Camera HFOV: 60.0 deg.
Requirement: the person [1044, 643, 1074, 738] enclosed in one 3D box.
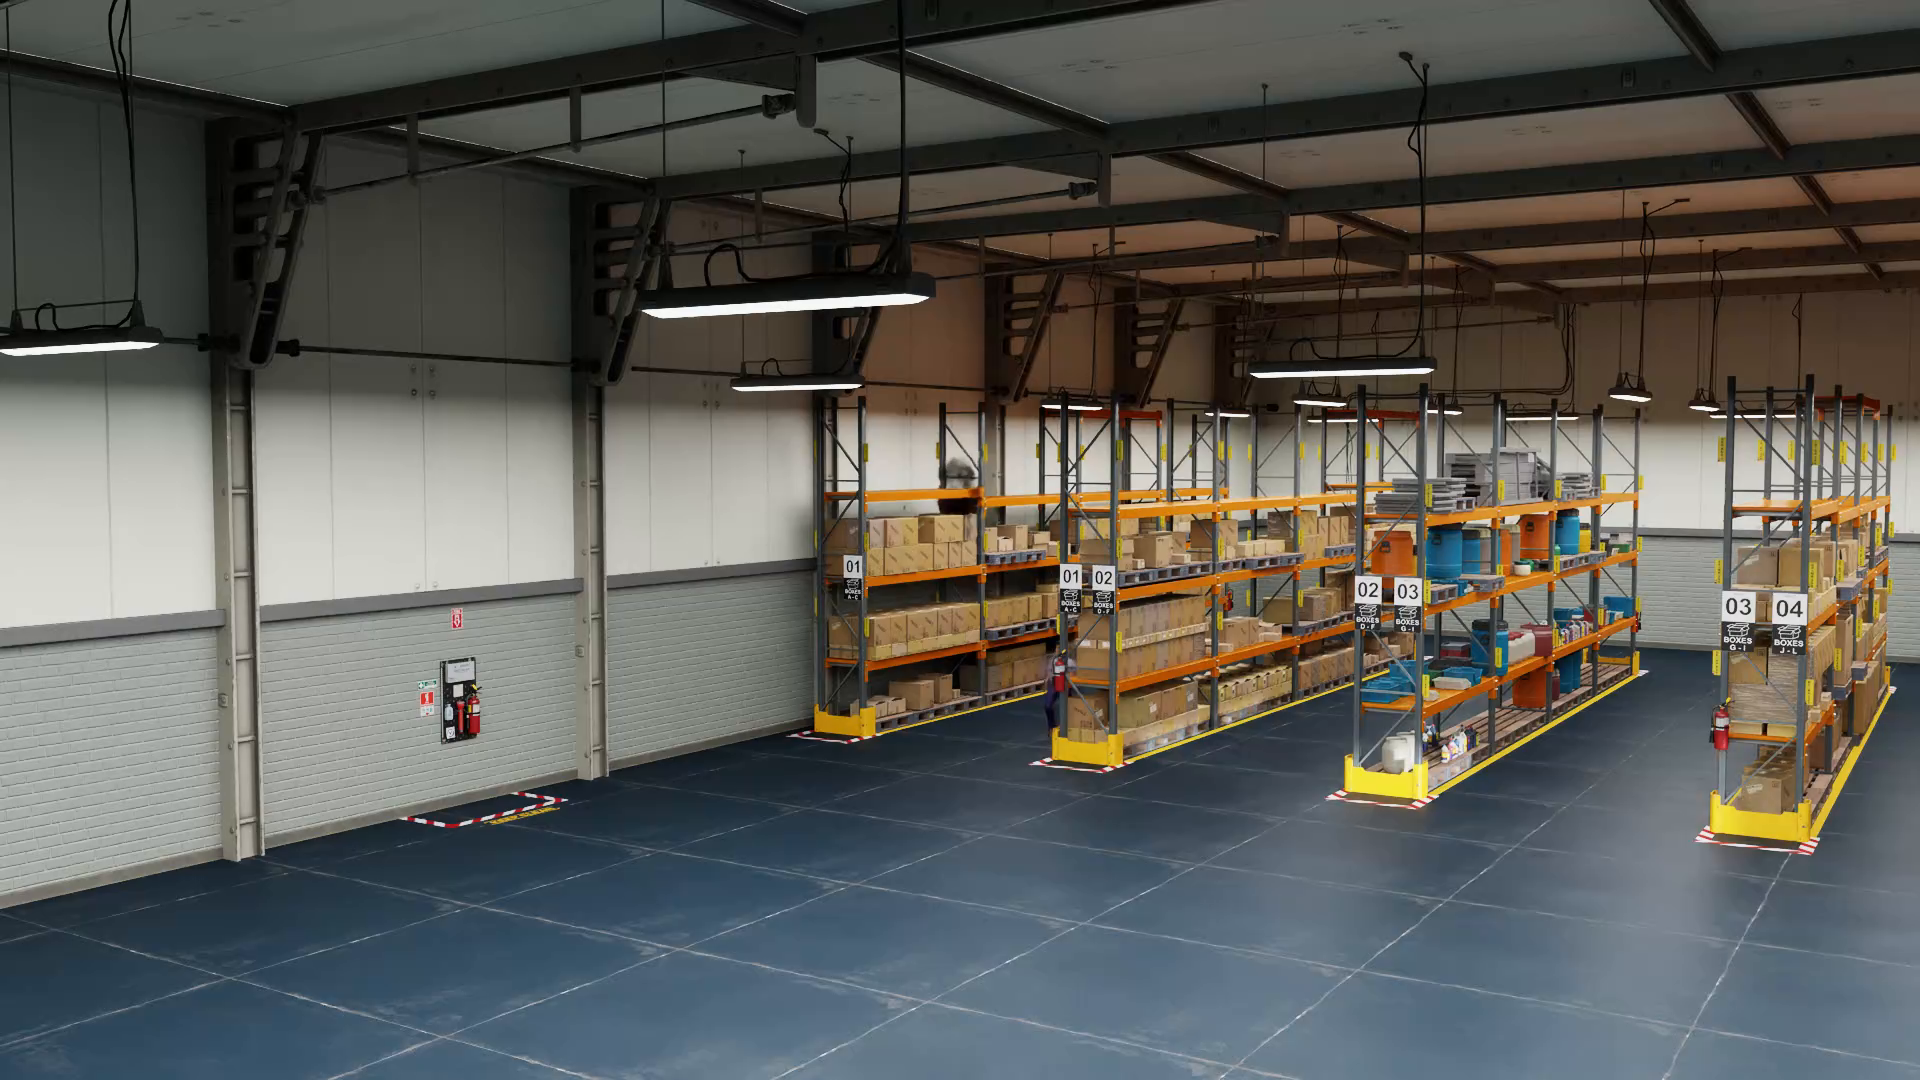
[{"bbox_3d":[1.739,2.655,29.261,0.576,1.697,0.707,1,3,23],"label":"person"}]
